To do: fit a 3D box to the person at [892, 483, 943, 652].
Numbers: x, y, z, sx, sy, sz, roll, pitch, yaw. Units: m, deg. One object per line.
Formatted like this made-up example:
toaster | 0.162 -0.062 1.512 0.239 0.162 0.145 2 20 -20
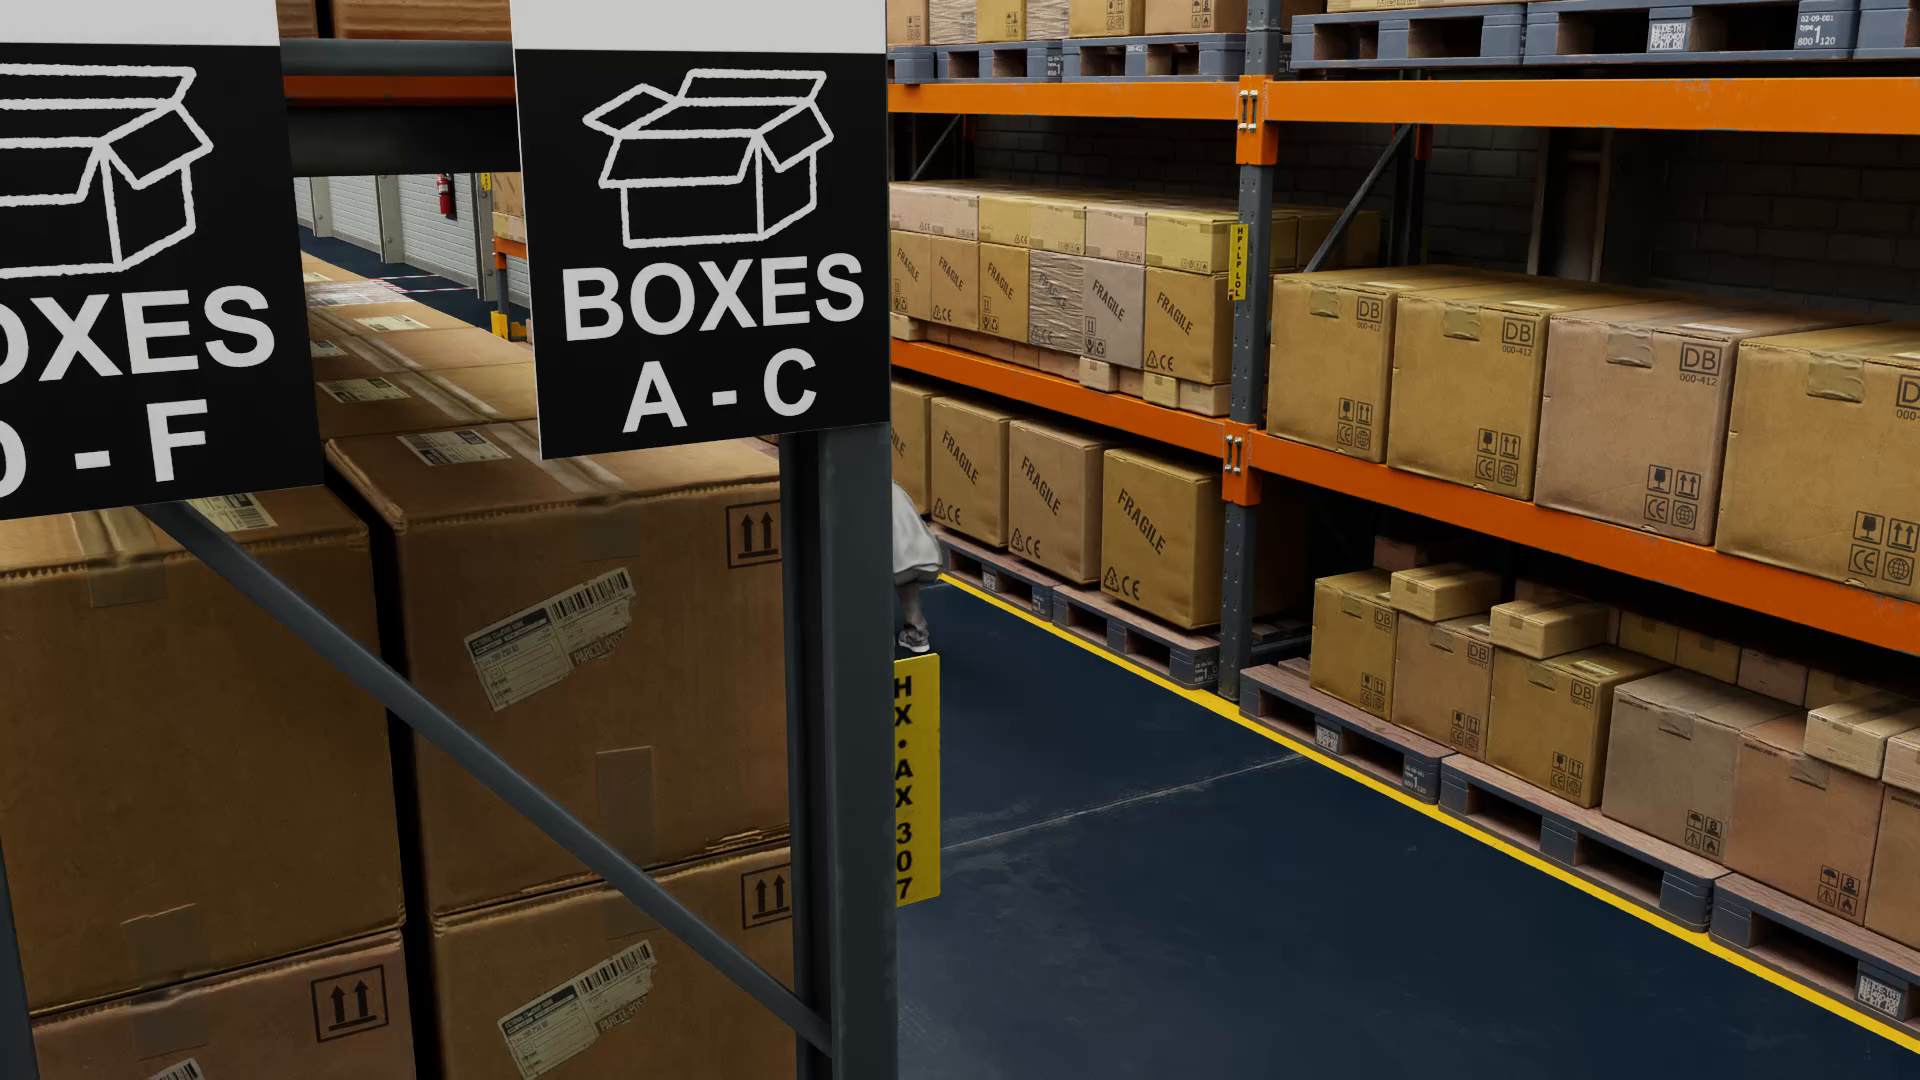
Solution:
person | -0.400 0.097 8.428 0.452 0.948 0.782 -9 17 -29
